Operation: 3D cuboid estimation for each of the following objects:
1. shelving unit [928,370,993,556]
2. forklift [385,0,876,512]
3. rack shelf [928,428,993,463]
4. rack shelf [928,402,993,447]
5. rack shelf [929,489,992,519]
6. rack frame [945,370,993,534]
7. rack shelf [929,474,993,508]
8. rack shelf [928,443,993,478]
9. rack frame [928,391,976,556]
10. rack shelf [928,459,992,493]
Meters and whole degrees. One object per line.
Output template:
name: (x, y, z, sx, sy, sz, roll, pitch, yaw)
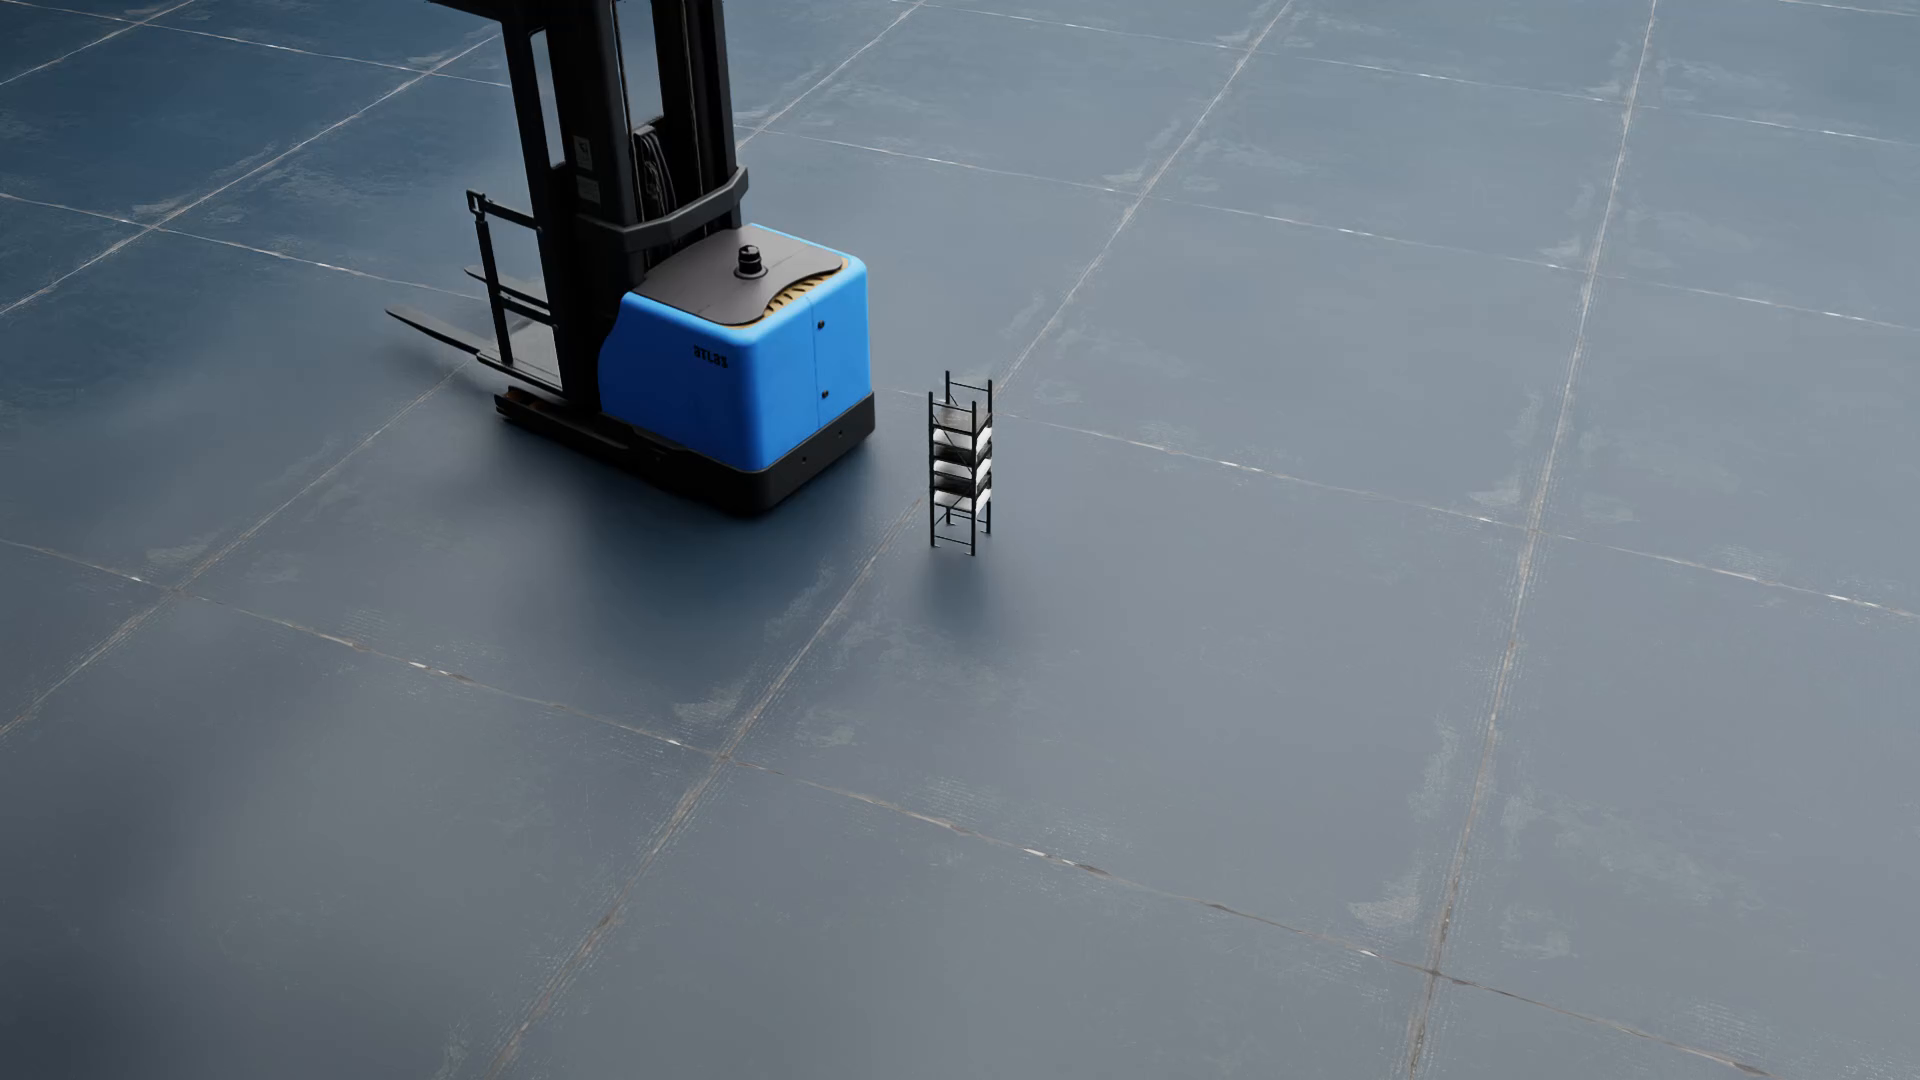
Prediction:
shelving unit: (0.003, -0.365, 8.088, 0.258, 0.900, 0.210, 14, 39, 18)
forklift: (-1.961, -2.008, 8.590, 3.031, 2.935, 1.130, 23, 42, 27)
rack shelf: (0.003, -0.482, 8.000, 0.258, 0.077, 0.200, 14, 39, 18)
rack shelf: (0.003, -0.555, 7.946, 0.258, 0.077, 0.200, 14, 39, 18)
rack shelf: (0.003, -0.194, 8.216, 0.258, 0.077, 0.200, 14, 39, 18)
rack frame: (0.042, -0.421, 8.163, 0.240, 0.900, 0.006, 14, 39, 18)
rack shelf: (0.003, -0.266, 8.162, 0.258, 0.077, 0.200, 14, 39, 18)
rack shelf: (0.003, -0.410, 8.054, 0.258, 0.077, 0.200, 14, 39, 18)
rack frame: (-0.036, -0.309, 8.013, 0.240, 0.900, 0.006, 14, 39, 18)
rack shelf: (0.003, -0.338, 8.108, 0.258, 0.077, 0.200, 14, 39, 18)
